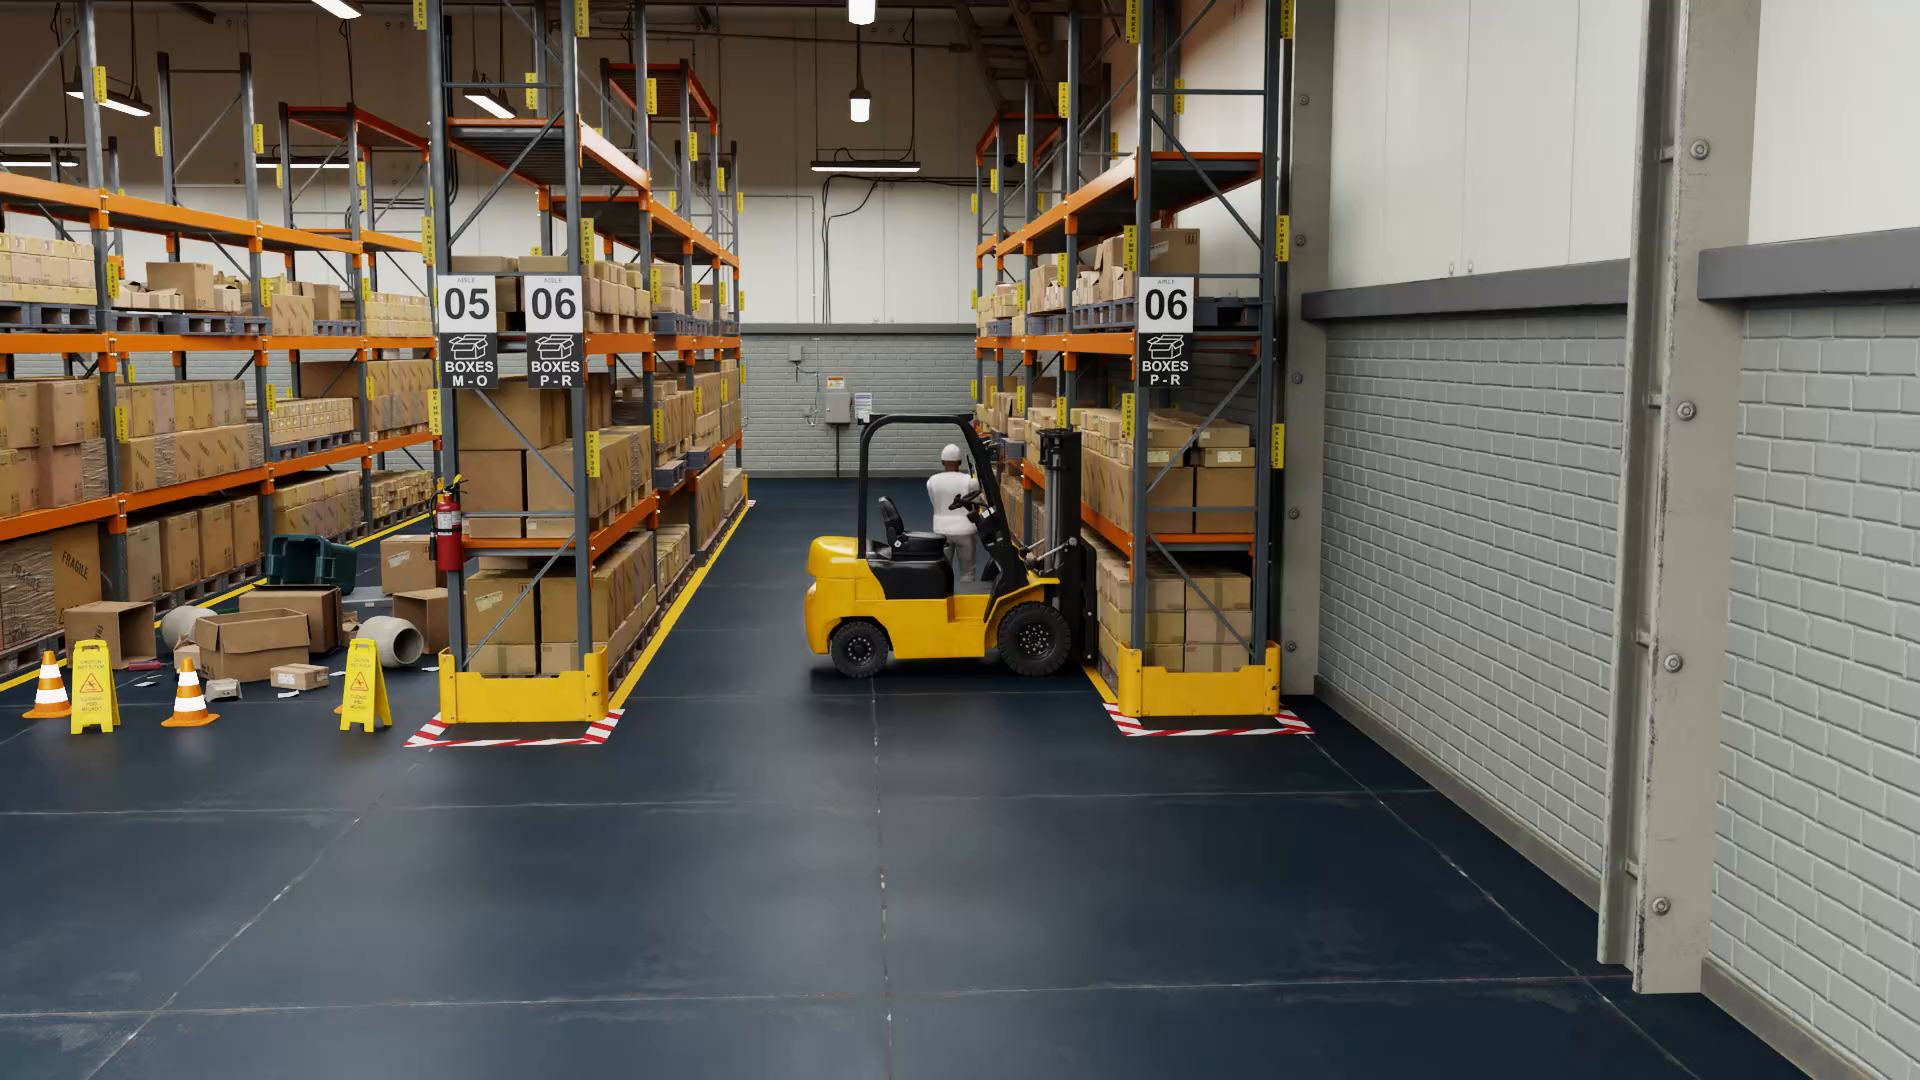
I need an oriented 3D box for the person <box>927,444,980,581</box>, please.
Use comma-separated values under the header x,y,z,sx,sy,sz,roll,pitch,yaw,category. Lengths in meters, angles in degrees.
x,y,z,sx,sy,sz,roll,pitch,yaw,category
-0.041,-0.065,16.211,0.504,1.760,0.584,1,7,11,person
